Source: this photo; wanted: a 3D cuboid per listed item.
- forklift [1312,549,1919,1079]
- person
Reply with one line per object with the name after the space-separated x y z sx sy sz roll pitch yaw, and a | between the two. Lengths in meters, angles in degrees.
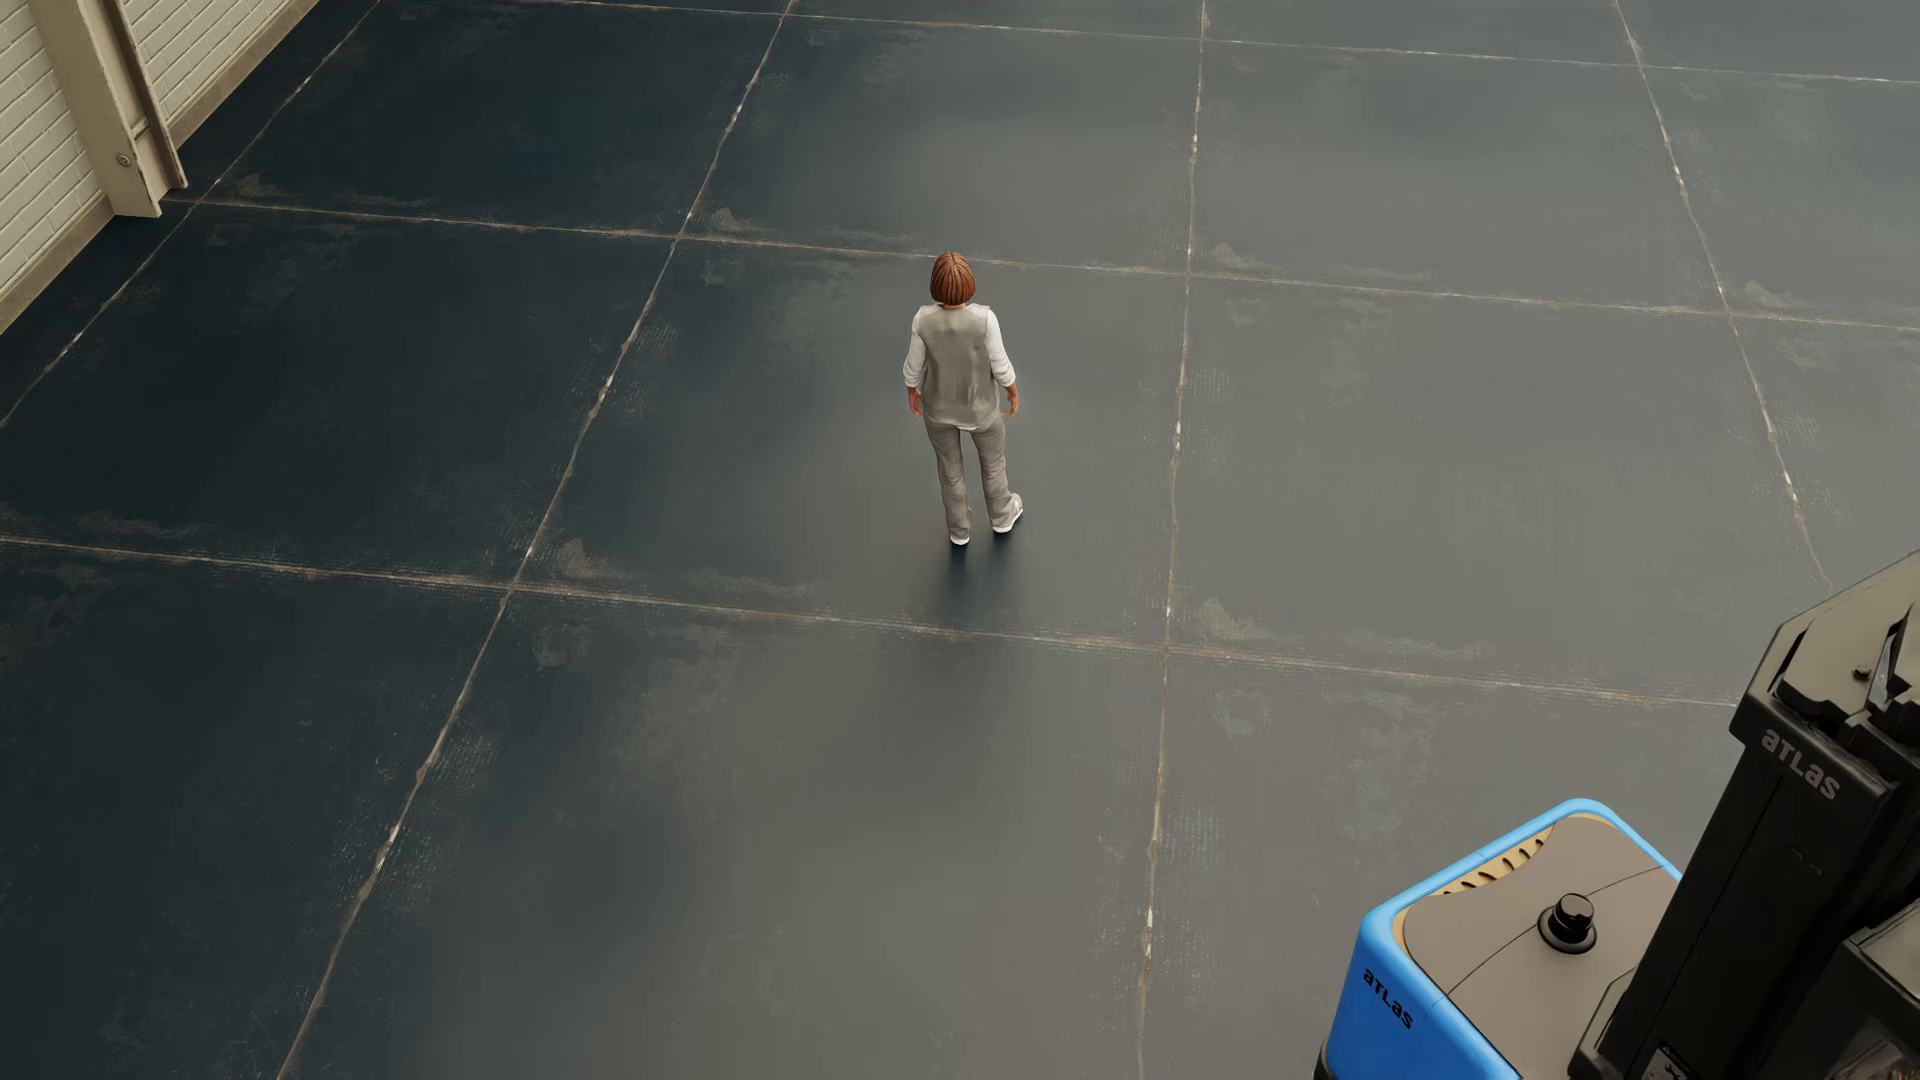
2.389 1.553 4.034 1.130 2.935 3.031 -22 47 -22 | forklift
0.024 -0.643 7.398 0.520 1.599 0.473 5 43 6 | person
